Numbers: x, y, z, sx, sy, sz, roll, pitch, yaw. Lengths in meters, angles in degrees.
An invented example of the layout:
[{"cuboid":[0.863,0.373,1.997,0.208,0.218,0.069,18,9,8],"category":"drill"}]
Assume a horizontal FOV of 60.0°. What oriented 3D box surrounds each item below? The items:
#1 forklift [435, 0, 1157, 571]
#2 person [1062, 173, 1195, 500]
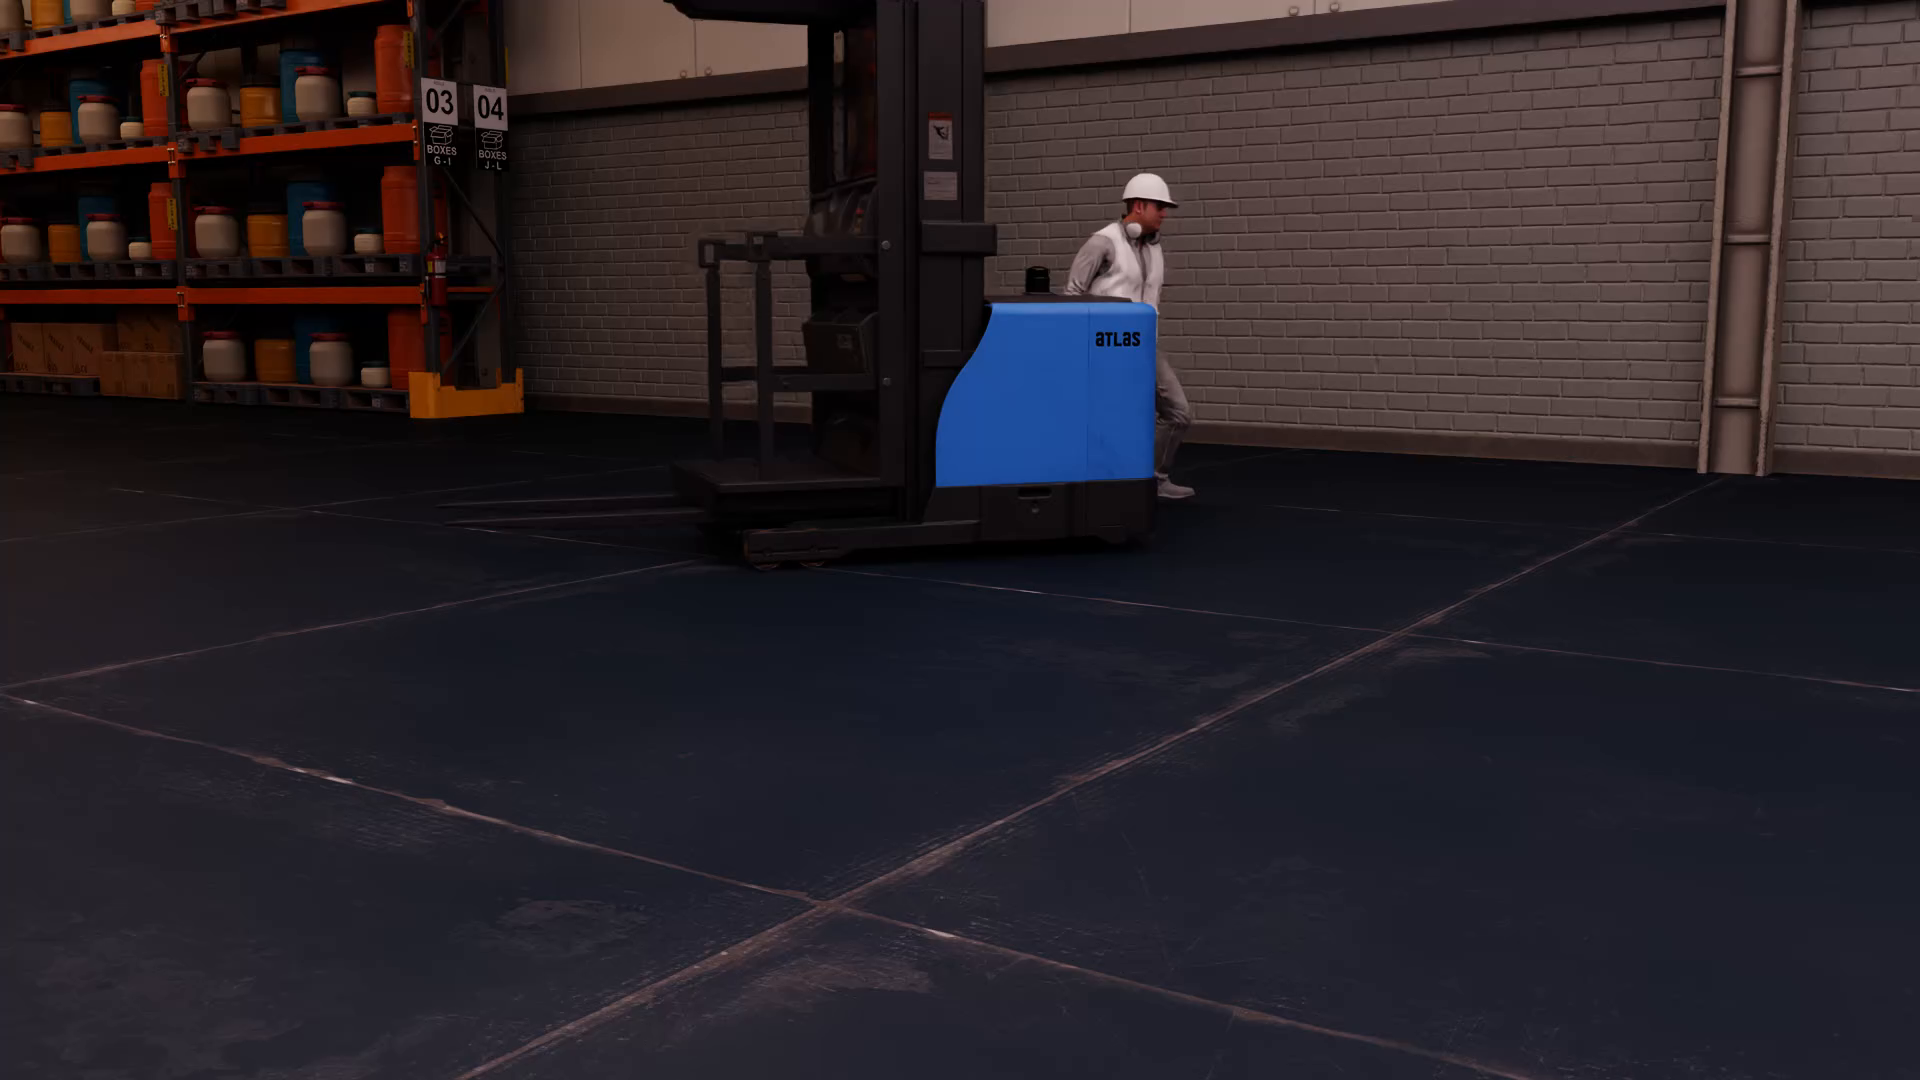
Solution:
[{"cuboid":[-0.701,-1.411,7.114,3.031,2.935,1.130,-3,9,-20],"category":"forklift"},{"cuboid":[0.852,-1.002,8.589,0.850,1.743,0.486,-6,10,-38],"category":"person"}]
